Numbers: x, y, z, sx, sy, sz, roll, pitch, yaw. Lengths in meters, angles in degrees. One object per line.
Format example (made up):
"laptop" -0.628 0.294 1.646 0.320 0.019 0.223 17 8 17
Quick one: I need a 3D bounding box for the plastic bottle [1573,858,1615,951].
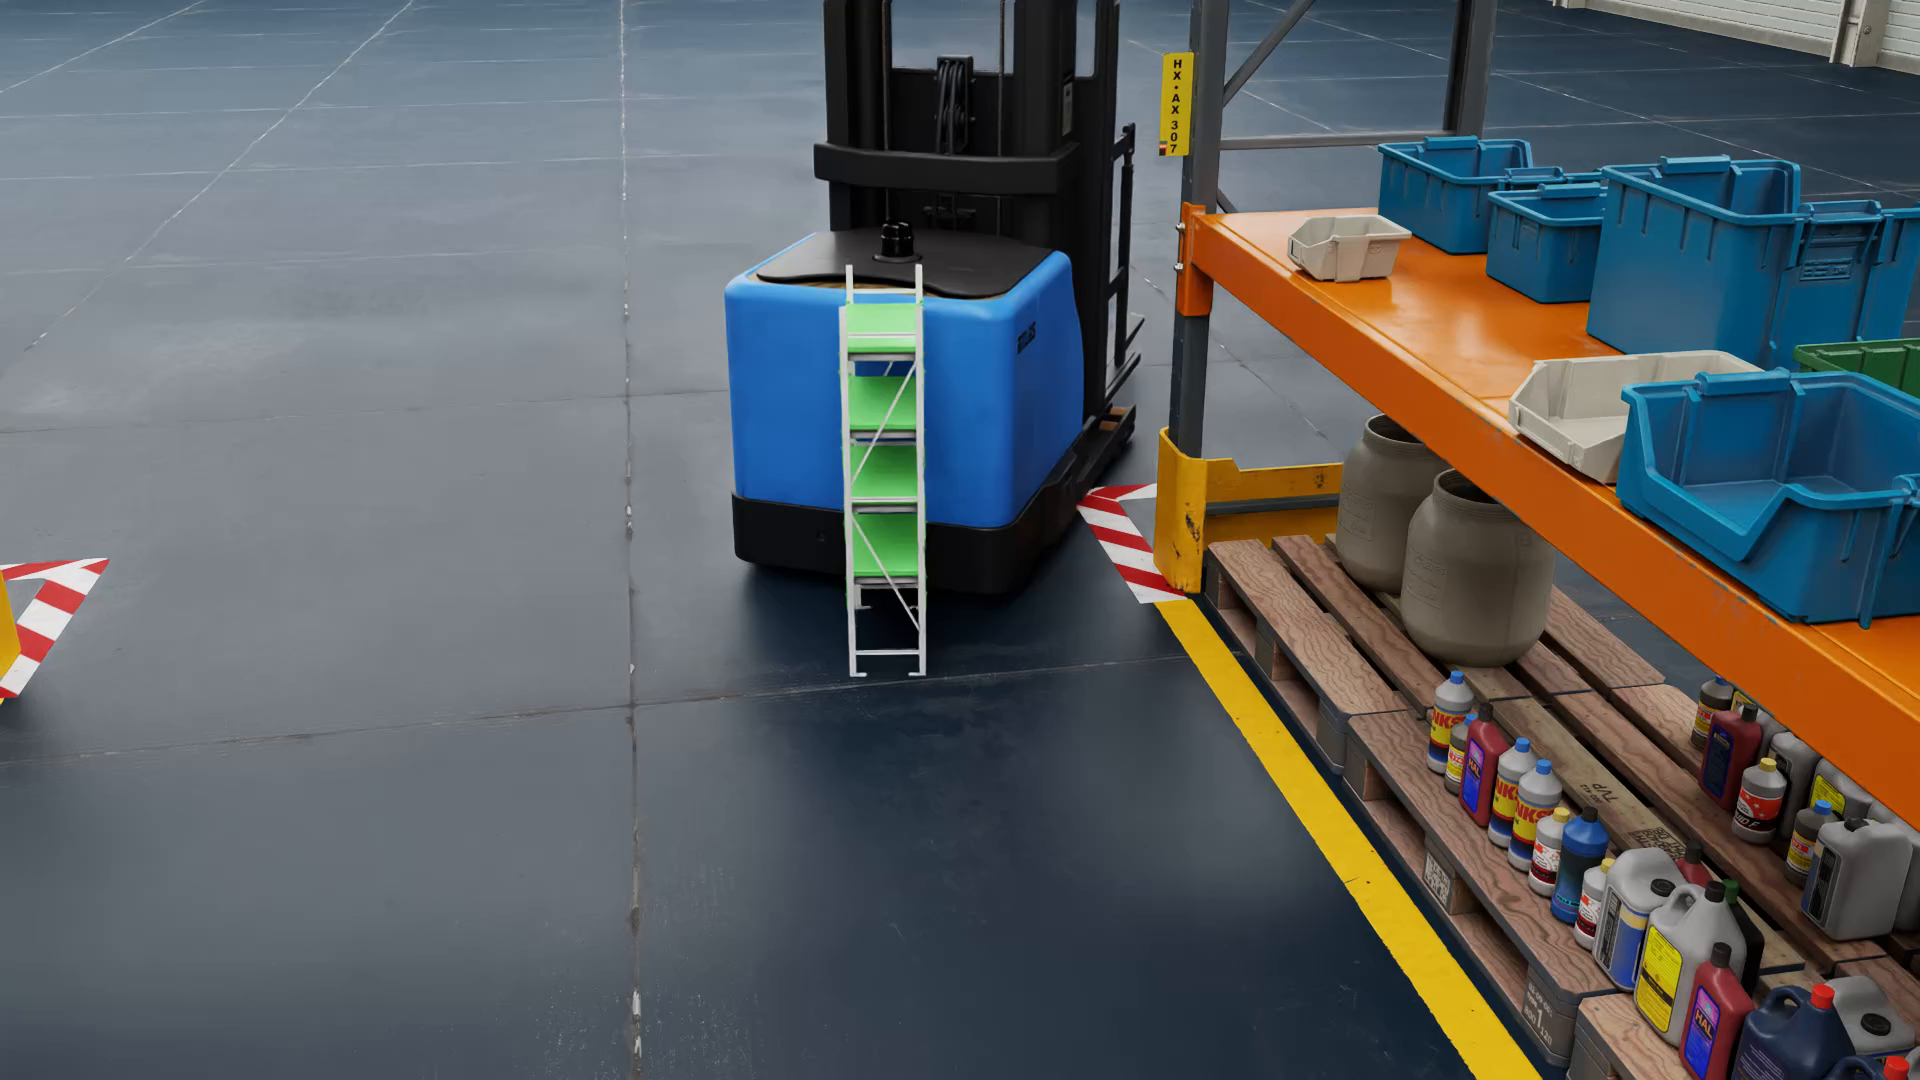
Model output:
"plastic bottle" 1.408 0.791 3.638 0.097 0.201 0.097 0 24 0

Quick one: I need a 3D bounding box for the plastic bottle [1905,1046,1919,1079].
"plastic bottle" 1.719 1.023 2.921 0.144 0.351 0.185 -4 24 -10

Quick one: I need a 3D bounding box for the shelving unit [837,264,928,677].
"shelving unit" -0.233 -0.217 5.249 0.258 1.200 0.503 -1 24 -1

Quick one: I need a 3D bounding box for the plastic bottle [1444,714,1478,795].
"plastic bottle" 1.289 0.537 4.218 0.097 0.201 0.097 0 24 0

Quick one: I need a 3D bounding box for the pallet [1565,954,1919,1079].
"pallet" 1.897 1.264 3.093 1.003 0.211 1.213 -4 24 -10

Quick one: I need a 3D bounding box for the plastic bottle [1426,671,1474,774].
"plastic bottle" 1.269 0.465 4.298 0.097 0.271 0.097 0 24 0

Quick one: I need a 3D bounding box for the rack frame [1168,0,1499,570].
"rack frame" 1.240 -1.320 5.525 1.000 3.000 0.127 -4 24 -10

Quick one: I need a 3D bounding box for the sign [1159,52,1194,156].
"sign" 0.699 -1.408 5.381 0.100 0.325 0.005 -4 24 -10

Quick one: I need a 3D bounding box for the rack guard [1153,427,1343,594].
"rack guard" 1.301 -0.148 5.965 1.175 0.500 0.348 -4 24 -10

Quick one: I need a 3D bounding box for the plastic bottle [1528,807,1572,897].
"plastic bottle" 1.370 0.710 3.824 0.097 0.201 0.097 0 24 0

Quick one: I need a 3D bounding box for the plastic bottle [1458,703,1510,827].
"plastic bottle" 1.293 0.550 4.088 0.061 0.283 0.133 -4 24 -9

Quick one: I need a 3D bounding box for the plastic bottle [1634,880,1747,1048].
"plastic bottle" 1.483 0.831 3.360 0.144 0.351 0.185 -4 24 -10

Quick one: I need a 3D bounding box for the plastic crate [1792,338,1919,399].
"plastic crate" 2.006 -0.205 3.236 0.450 0.188 0.662 -4 24 -10

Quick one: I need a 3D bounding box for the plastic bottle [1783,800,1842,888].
"plastic bottle" 1.980 0.697 3.853 0.097 0.201 0.097 0 24 0

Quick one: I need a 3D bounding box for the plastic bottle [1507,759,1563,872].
"plastic bottle" 1.351 0.639 3.899 0.097 0.271 0.097 0 24 0

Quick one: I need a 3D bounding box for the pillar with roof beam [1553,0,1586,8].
"pillar with roof beam" 4.397 -11.353 21.001 9.100 9.000 0.400 -4 24 -10

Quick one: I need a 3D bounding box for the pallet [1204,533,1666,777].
"pallet" 1.446 0.304 5.290 1.003 0.211 1.213 -4 24 -10

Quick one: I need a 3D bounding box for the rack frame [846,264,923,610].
"rack frame" -0.239 -0.315 5.472 0.240 1.200 0.015 -1 24 -1

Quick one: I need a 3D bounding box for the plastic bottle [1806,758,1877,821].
"plastic bottle" 2.091 0.603 3.883 0.144 0.351 0.185 -3 24 -8

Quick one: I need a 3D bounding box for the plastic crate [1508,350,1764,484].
"plastic crate" 1.431 -0.246 3.395 0.530 0.136 0.437 -4 24 -10

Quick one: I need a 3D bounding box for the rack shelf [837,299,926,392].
"rack shelf" -0.233 -0.599 5.082 0.258 0.148 0.480 -1 24 -1

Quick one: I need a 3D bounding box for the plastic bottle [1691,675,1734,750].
"plastic bottle" 2.011 0.450 4.418 0.097 0.201 0.097 0 24 0

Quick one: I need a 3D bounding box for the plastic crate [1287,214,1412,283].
"plastic crate" 1.090 -0.824 4.718 0.298 0.136 0.250 -4 24 -10

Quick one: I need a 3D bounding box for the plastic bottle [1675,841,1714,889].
"plastic bottle" 1.561 0.789 3.539 0.061 0.283 0.133 -4 24 -10

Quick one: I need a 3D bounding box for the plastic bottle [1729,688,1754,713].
"plastic bottle" 2.050 0.457 4.299 0.061 0.283 0.133 -4 24 -8

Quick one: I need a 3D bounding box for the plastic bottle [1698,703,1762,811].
"plastic bottle" 1.926 0.522 4.151 0.061 0.283 0.133 -4 24 -10

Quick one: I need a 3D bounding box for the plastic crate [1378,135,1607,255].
"plastic crate" 1.627 -1.077 5.155 0.499 0.251 0.616 -4 24 -10

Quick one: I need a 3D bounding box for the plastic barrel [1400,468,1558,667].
"plastic barrel" 1.530 0.078 4.908 0.421 0.512 0.421 0 24 0

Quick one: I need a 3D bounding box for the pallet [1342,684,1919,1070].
"pallet" 1.668 0.783 4.194 1.003 0.211 1.213 -4 24 -10

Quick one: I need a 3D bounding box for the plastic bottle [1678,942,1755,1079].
"plastic bottle" 1.471 0.928 3.222 0.061 0.283 0.133 -3 24 -6

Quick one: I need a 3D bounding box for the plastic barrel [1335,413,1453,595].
"plastic barrel" 1.437 -0.119 5.359 0.421 0.512 0.421 0 24 0

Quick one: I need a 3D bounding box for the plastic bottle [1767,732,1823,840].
"plastic bottle" 2.056 0.572 4.046 0.152 0.276 0.135 -5 24 -11

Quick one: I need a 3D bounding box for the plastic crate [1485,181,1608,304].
"plastic crate" 1.742 -0.822 4.569 0.499 0.251 0.408 -4 24 -10

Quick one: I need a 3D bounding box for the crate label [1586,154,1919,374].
"crate label" 1.847 -0.633 3.906 0.502 0.435 0.616 -4 24 -10

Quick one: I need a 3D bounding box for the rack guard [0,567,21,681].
"rack guard" -3.613 0.222 5.118 1.175 0.500 0.348 -4 24 -10

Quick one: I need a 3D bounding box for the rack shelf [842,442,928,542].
"rack shelf" -0.233 -0.159 5.274 0.258 0.148 0.480 -1 24 -1

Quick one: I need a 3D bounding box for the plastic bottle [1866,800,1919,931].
"plastic bottle" 2.125 0.676 3.715 0.144 0.351 0.185 -4 24 -10

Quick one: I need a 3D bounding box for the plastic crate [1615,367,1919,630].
"plastic crate" 1.509 -0.094 2.903 0.499 0.251 0.616 -4 24 -10

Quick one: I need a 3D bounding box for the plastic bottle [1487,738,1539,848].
"plastic bottle" 1.333 0.599 3.989 0.097 0.271 0.097 0 24 0

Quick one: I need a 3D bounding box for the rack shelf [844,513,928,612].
"rack shelf" -0.233 0.061 5.370 0.258 0.148 0.480 -1 24 -1

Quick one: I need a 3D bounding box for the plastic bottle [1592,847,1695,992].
"plastic bottle" 1.456 0.801 3.522 0.152 0.276 0.135 -4 24 -9

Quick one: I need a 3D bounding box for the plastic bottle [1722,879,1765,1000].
"plastic bottle" 1.579 0.844 3.414 0.061 0.283 0.133 -4 24 -10

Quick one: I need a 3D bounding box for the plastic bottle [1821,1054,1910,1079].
"plastic bottle" 1.578 1.033 2.896 0.144 0.351 0.185 -5 24 -11

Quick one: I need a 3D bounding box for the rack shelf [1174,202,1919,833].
"rack shelf" 1.610 -0.204 3.868 1.077 0.370 4.000 -4 24 -10

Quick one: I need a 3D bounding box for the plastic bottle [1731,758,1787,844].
"plastic bottle" 1.937 0.623 4.023 0.097 0.201 0.097 0 24 0

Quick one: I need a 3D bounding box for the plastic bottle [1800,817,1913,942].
"plastic bottle" 1.984 0.731 3.682 0.152 0.276 0.135 -4 24 -10

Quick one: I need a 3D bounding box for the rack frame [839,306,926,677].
"rack frame" -0.228 -0.120 5.025 0.240 1.200 0.015 -1 24 -1

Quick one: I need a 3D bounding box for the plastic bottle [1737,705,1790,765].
"plastic bottle" 2.031 0.517 4.171 0.152 0.276 0.135 -4 24 -9

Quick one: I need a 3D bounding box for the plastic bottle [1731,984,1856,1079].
"plastic bottle" 1.542 0.958 3.069 0.144 0.351 0.185 -6 24 -12

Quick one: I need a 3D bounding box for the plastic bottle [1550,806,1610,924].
"plastic bottle" 1.389 0.718 3.716 0.097 0.271 0.097 0 24 0

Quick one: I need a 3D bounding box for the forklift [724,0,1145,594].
"forklift" 0.128 -1.722 6.530 1.130 2.935 3.031 7 25 16

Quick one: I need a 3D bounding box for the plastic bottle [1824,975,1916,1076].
"plastic bottle" 1.683 0.971 3.132 0.152 0.276 0.135 -4 24 -10

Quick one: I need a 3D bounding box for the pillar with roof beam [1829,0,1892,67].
"pillar with roof beam" 5.506 -8.993 15.597 9.100 9.000 0.400 -4 24 -10

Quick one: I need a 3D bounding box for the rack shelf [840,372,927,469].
"rack shelf" -0.233 -0.379 5.178 0.258 0.148 0.480 -1 24 -1
